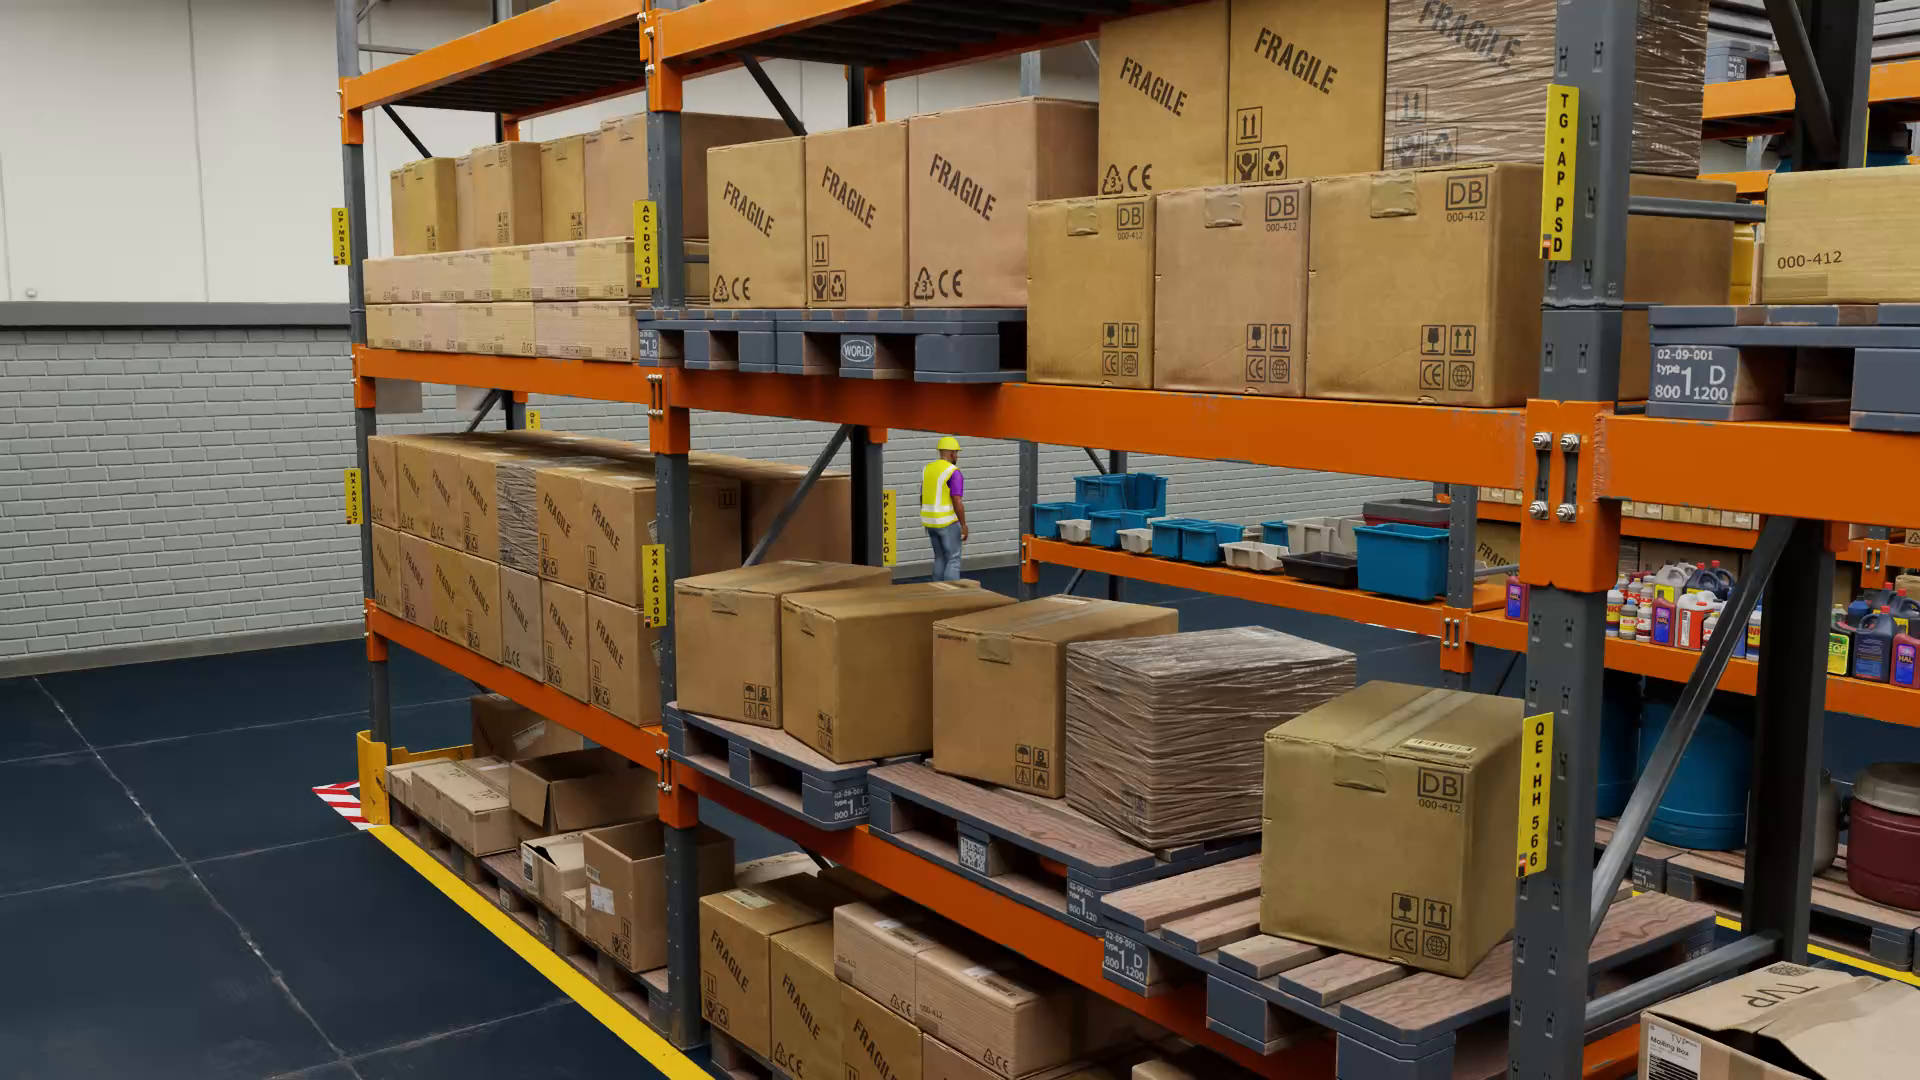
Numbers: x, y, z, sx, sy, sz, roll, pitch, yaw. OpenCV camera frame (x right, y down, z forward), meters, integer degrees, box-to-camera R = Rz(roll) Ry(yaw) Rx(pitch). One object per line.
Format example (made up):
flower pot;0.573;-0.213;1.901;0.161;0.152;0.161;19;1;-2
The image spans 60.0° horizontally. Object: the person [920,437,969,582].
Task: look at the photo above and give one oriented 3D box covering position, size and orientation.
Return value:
person;-0.151;-0.175;17.033;0.462;1.759;0.632;-6;10;-39
